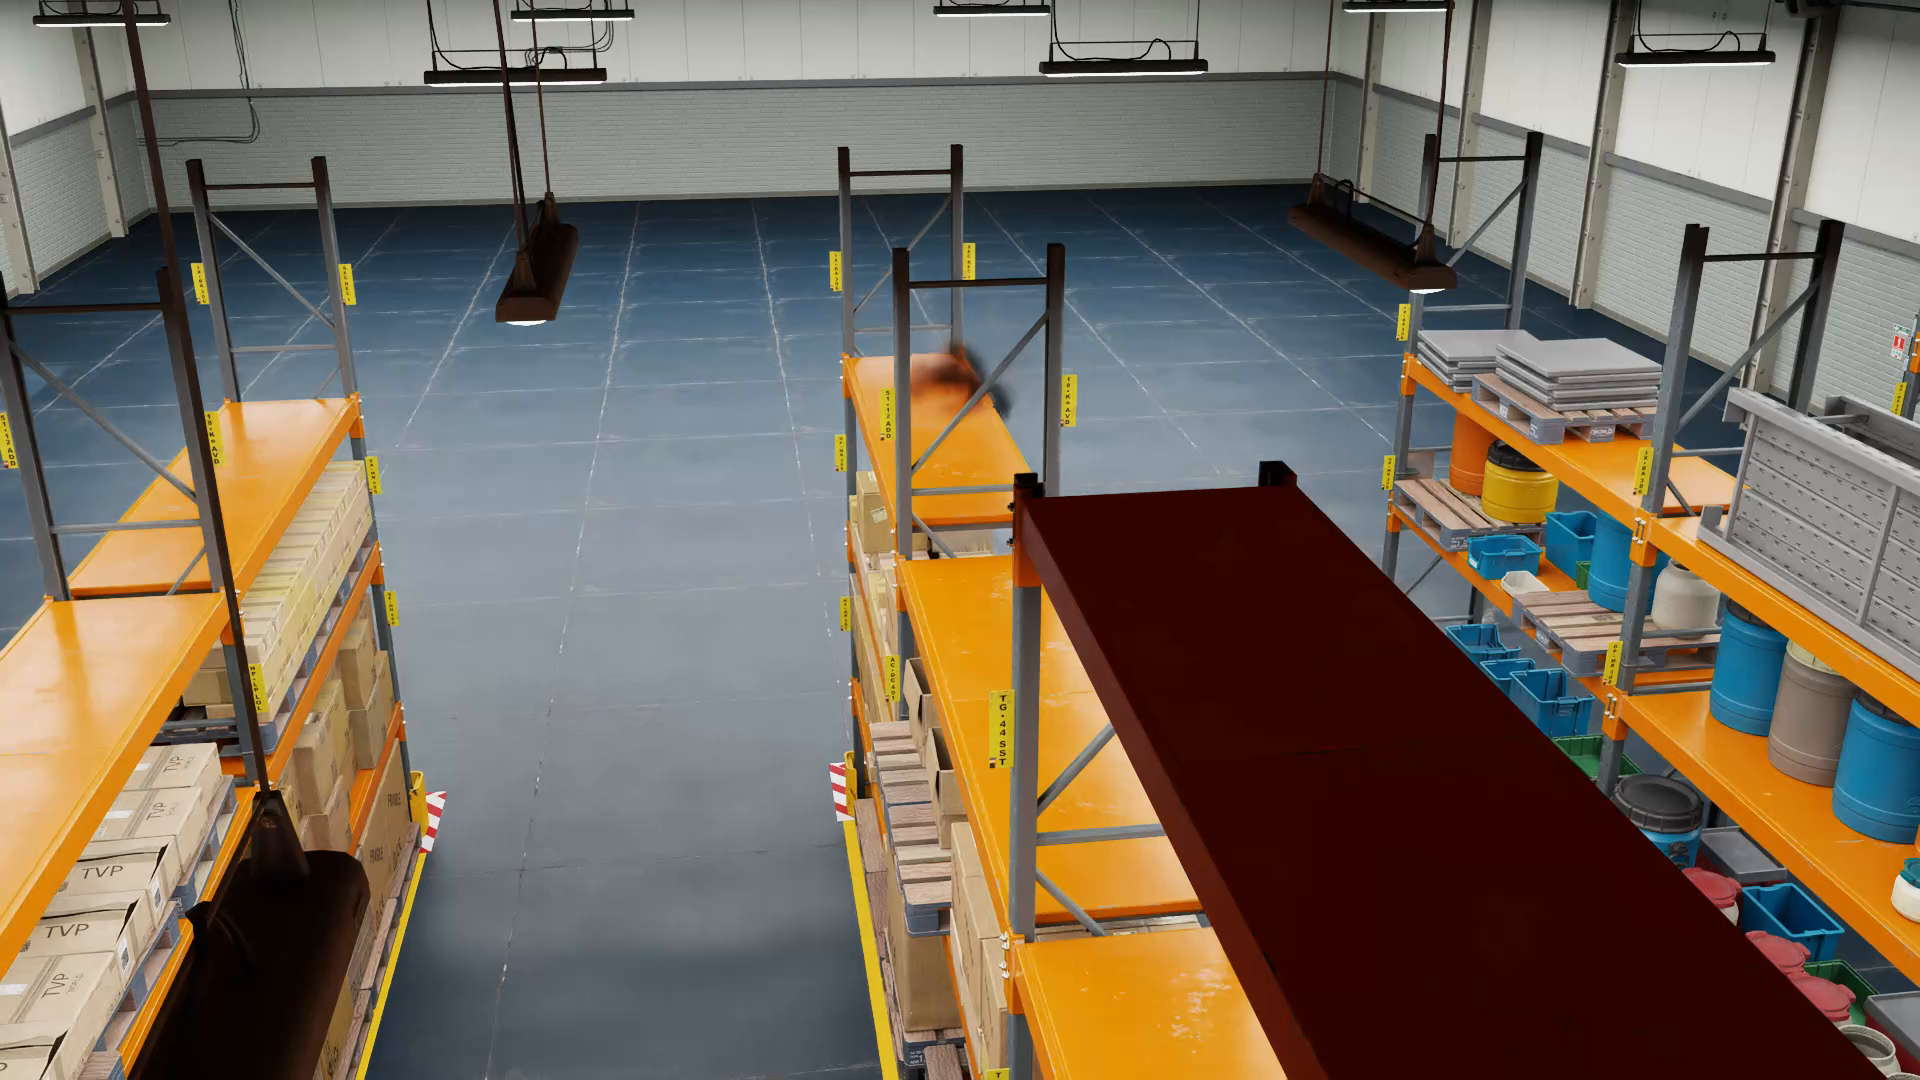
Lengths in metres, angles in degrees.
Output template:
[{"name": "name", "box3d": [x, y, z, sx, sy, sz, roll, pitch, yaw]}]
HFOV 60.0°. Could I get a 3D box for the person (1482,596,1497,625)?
[{"name": "person", "box3d": [6.184, 0.232, 18.851, 0.593, 1.648, 0.580, 5, 22, 14]}]
